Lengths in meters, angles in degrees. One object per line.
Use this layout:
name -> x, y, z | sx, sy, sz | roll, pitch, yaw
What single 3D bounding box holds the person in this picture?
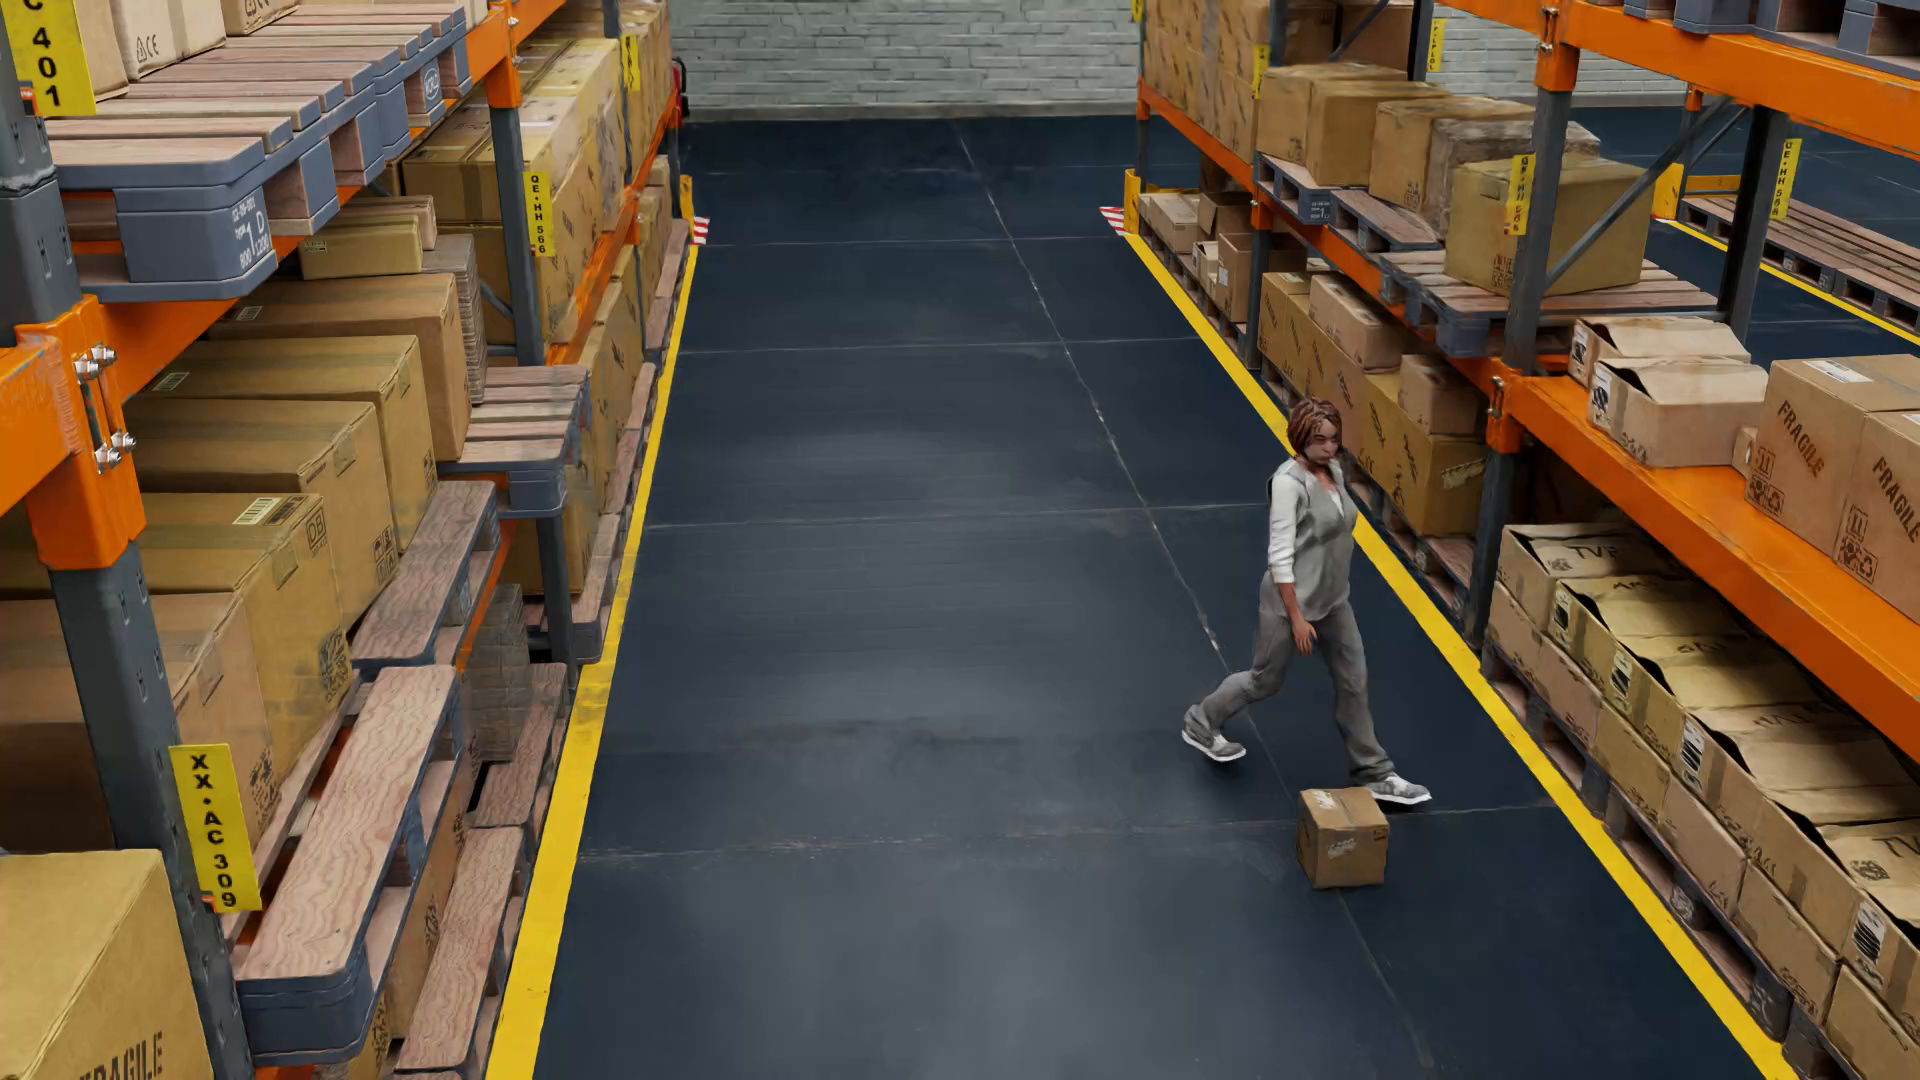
person -> 1.316, 0.233, 6.126 | 0.958, 1.534, 0.435 | 22, 32, 40
